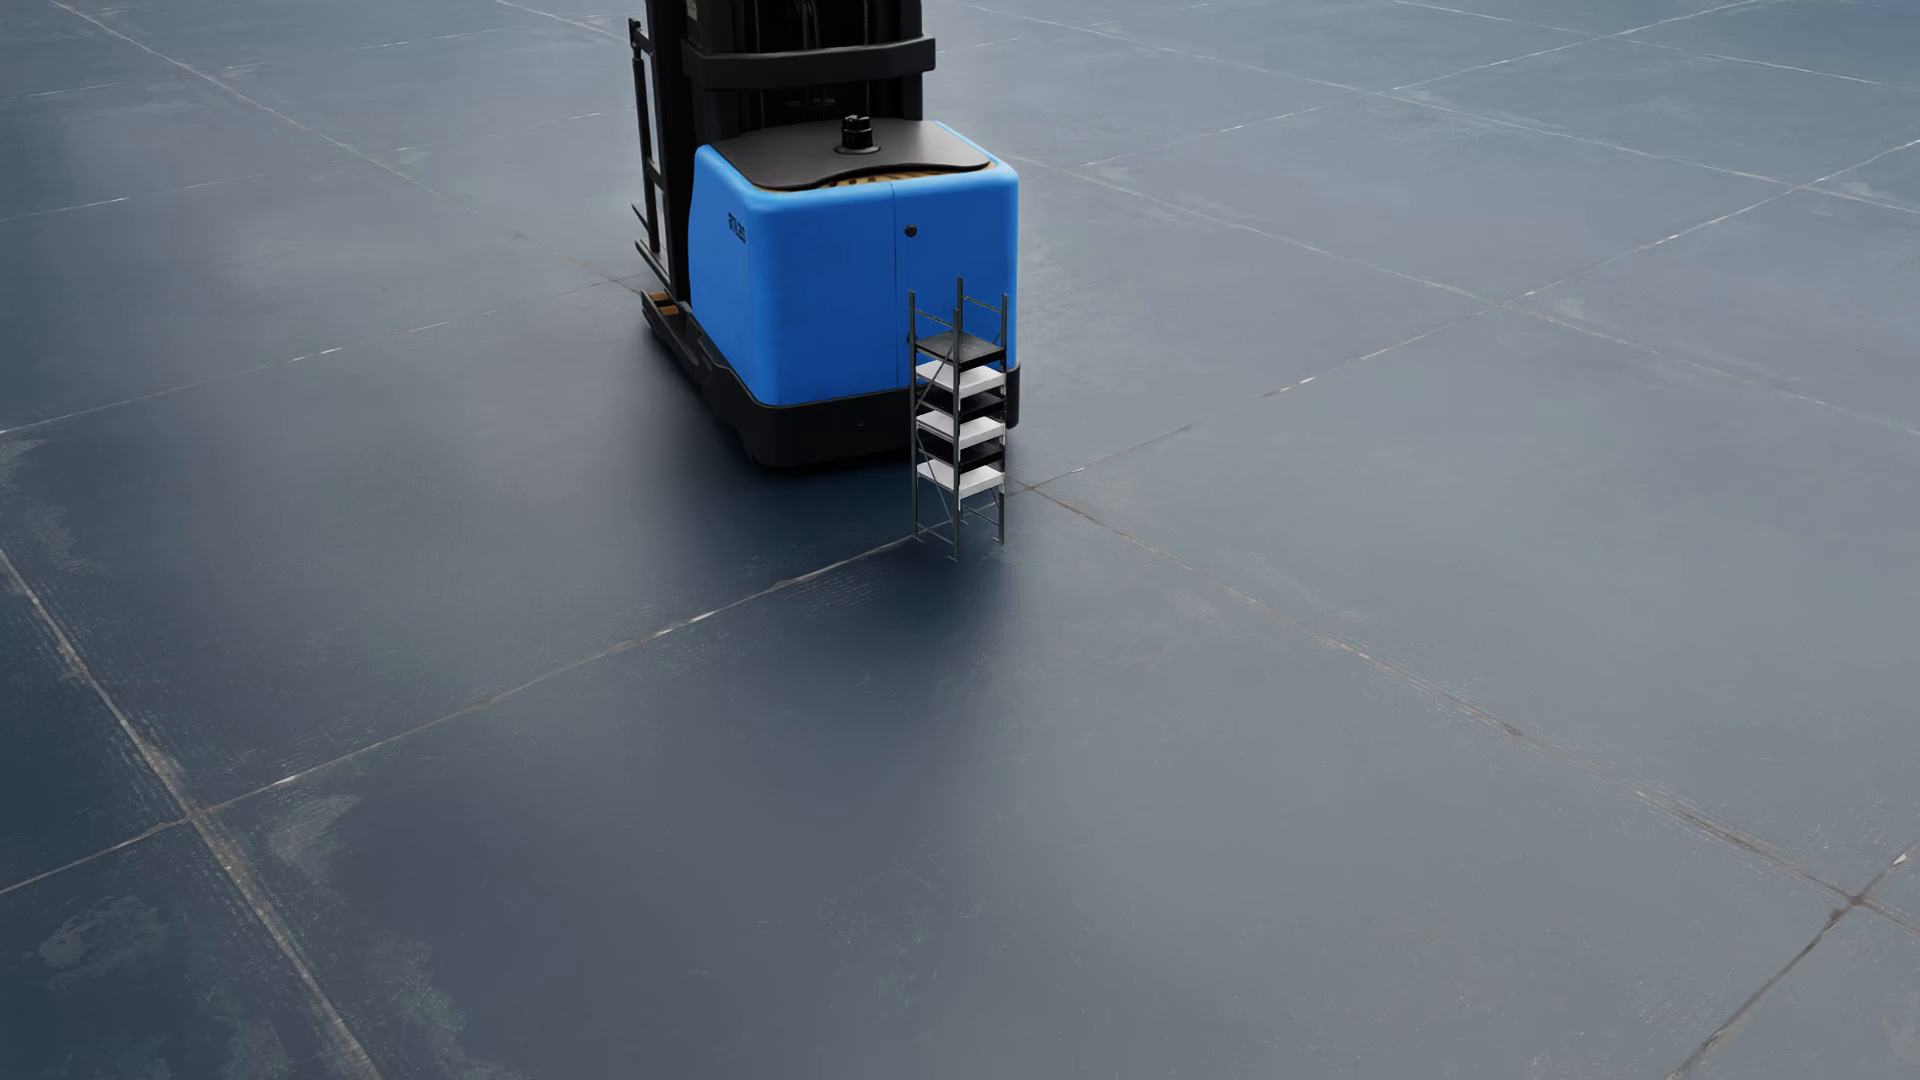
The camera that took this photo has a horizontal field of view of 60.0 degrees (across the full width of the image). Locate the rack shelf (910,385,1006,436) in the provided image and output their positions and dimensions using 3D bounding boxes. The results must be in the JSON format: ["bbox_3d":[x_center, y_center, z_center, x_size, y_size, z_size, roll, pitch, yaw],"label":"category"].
[{"bbox_3d":[-0.006,-0.444,5.507,0.200,0.077,0.258,-22,35,-35],"label":"rack shelf"}]

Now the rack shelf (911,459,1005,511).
[{"bbox_3d":[-0.006,-0.206,5.634,0.200,0.077,0.258,-22,35,-35],"label":"rack shelf"}]

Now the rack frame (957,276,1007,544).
[{"bbox_3d":[0.071,-0.426,5.591,0.006,0.900,0.240,-22,35,-35],"label":"rack frame"}]

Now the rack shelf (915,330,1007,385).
[{"bbox_3d":[-0.006,-0.603,5.422,0.200,0.077,0.258,-22,35,-35],"label":"rack shelf"}]

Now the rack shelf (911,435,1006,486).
[{"bbox_3d":[-0.006,-0.286,5.591,0.200,0.077,0.258,-22,35,-35],"label":"rack shelf"}]

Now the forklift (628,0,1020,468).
[{"bbox_3d":[-0.796,-2.233,6.818,1.130,2.935,3.031,-11,30,-19],"label":"forklift"}]

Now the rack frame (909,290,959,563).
[{"bbox_3d":[-0.084,-0.363,5.475,0.006,0.900,0.240,-22,35,-35],"label":"rack frame"}]

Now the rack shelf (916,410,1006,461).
[{"bbox_3d":[-0.006,-0.365,5.549,0.200,0.077,0.258,-22,35,-35],"label":"rack shelf"}]

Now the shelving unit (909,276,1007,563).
[{"bbox_3d":[-0.006,-0.394,5.533,0.210,0.900,0.258,-22,35,-35],"label":"shelving unit"}]

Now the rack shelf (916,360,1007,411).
[{"bbox_3d":[-0.006,-0.524,5.464,0.200,0.077,0.258,-22,35,-35],"label":"rack shelf"}]
